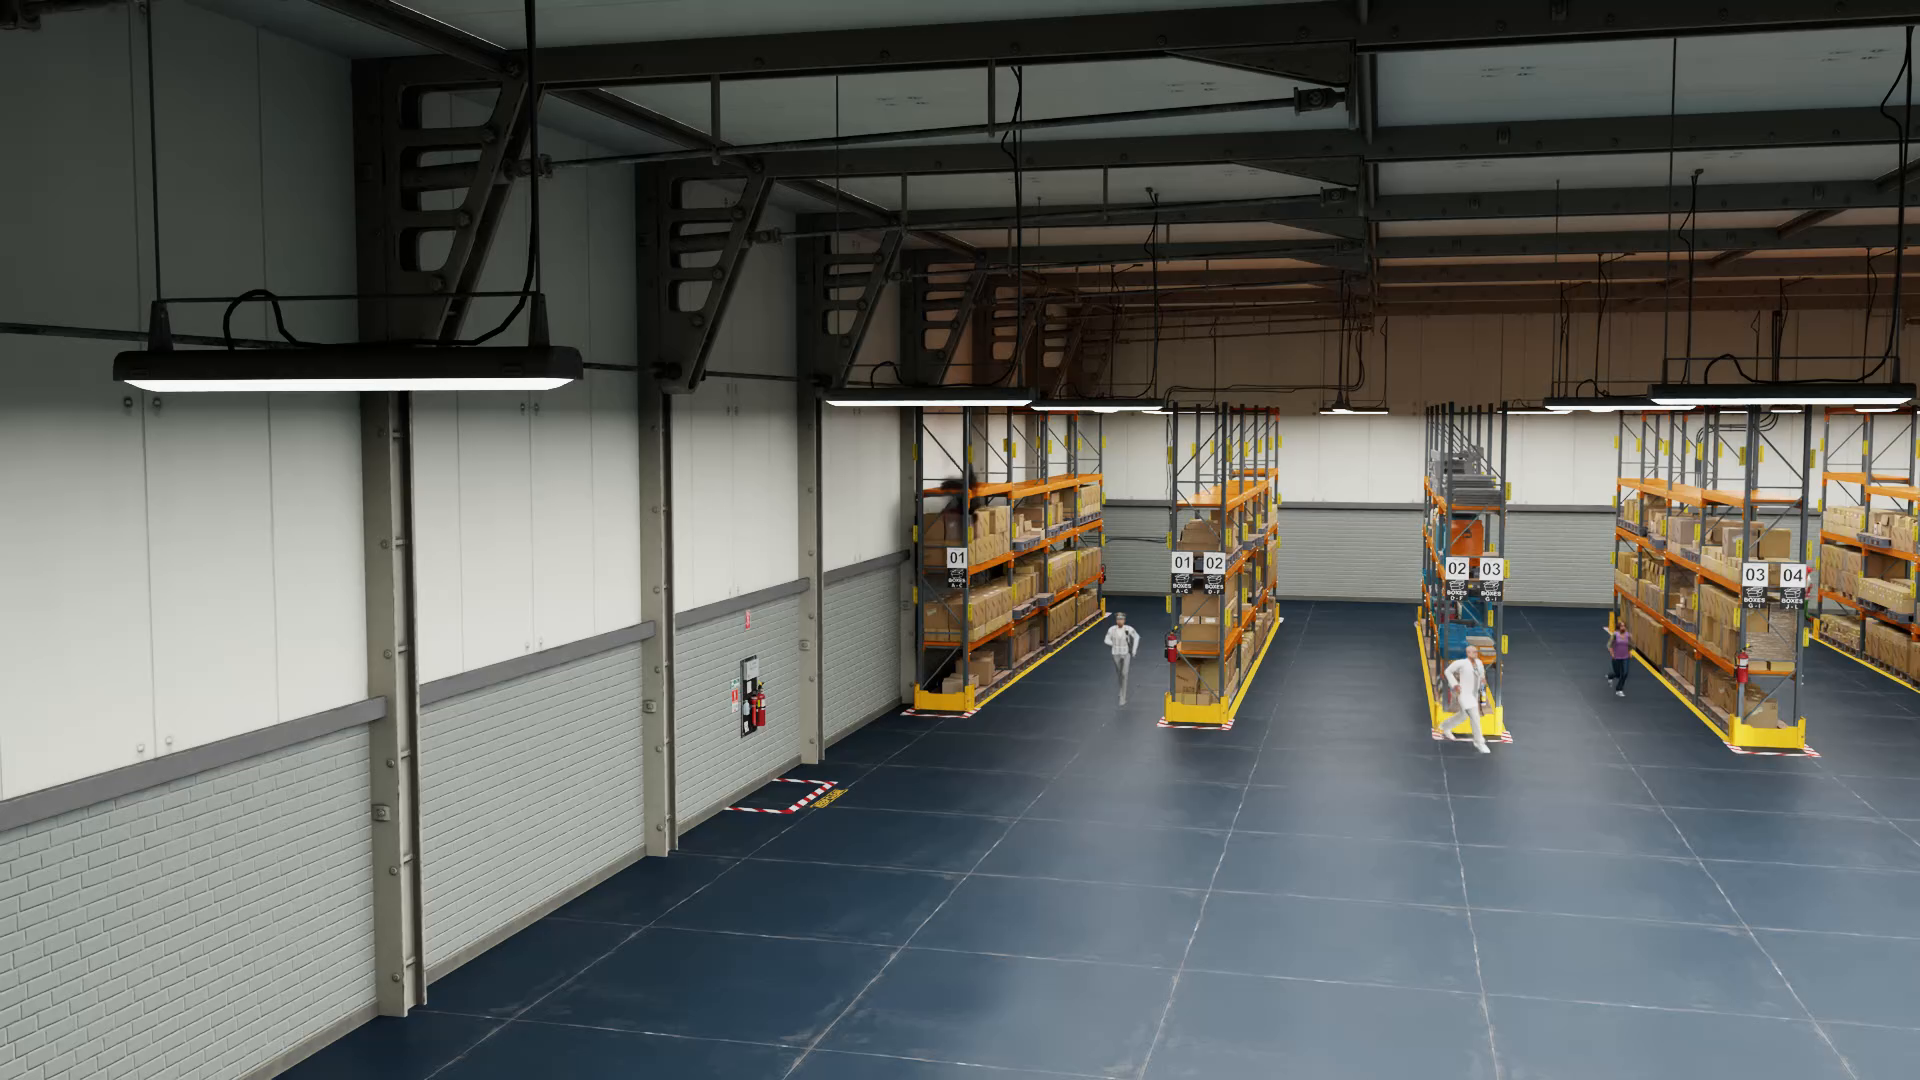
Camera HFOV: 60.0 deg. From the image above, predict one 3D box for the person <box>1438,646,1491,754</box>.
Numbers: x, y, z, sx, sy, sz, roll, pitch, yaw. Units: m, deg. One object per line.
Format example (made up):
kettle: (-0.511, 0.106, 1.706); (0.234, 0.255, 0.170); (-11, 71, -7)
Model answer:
person: (8.756, 2.729, 28.769); (0.655, 1.836, 1.129); (-3, 5, -39)

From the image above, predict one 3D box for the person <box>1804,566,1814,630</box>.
person: (22.434, 1.547, 44.359); (0.970, 1.725, 0.703); (1, 4, 19)

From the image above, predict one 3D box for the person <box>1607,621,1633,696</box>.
person: (13.588, 2.424, 34.298); (0.522, 1.554, 0.598); (0, 4, 1)

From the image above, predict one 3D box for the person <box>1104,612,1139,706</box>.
person: (3.099, 2.248, 31.994); (0.635, 1.755, 0.820); (1, 4, 17)
